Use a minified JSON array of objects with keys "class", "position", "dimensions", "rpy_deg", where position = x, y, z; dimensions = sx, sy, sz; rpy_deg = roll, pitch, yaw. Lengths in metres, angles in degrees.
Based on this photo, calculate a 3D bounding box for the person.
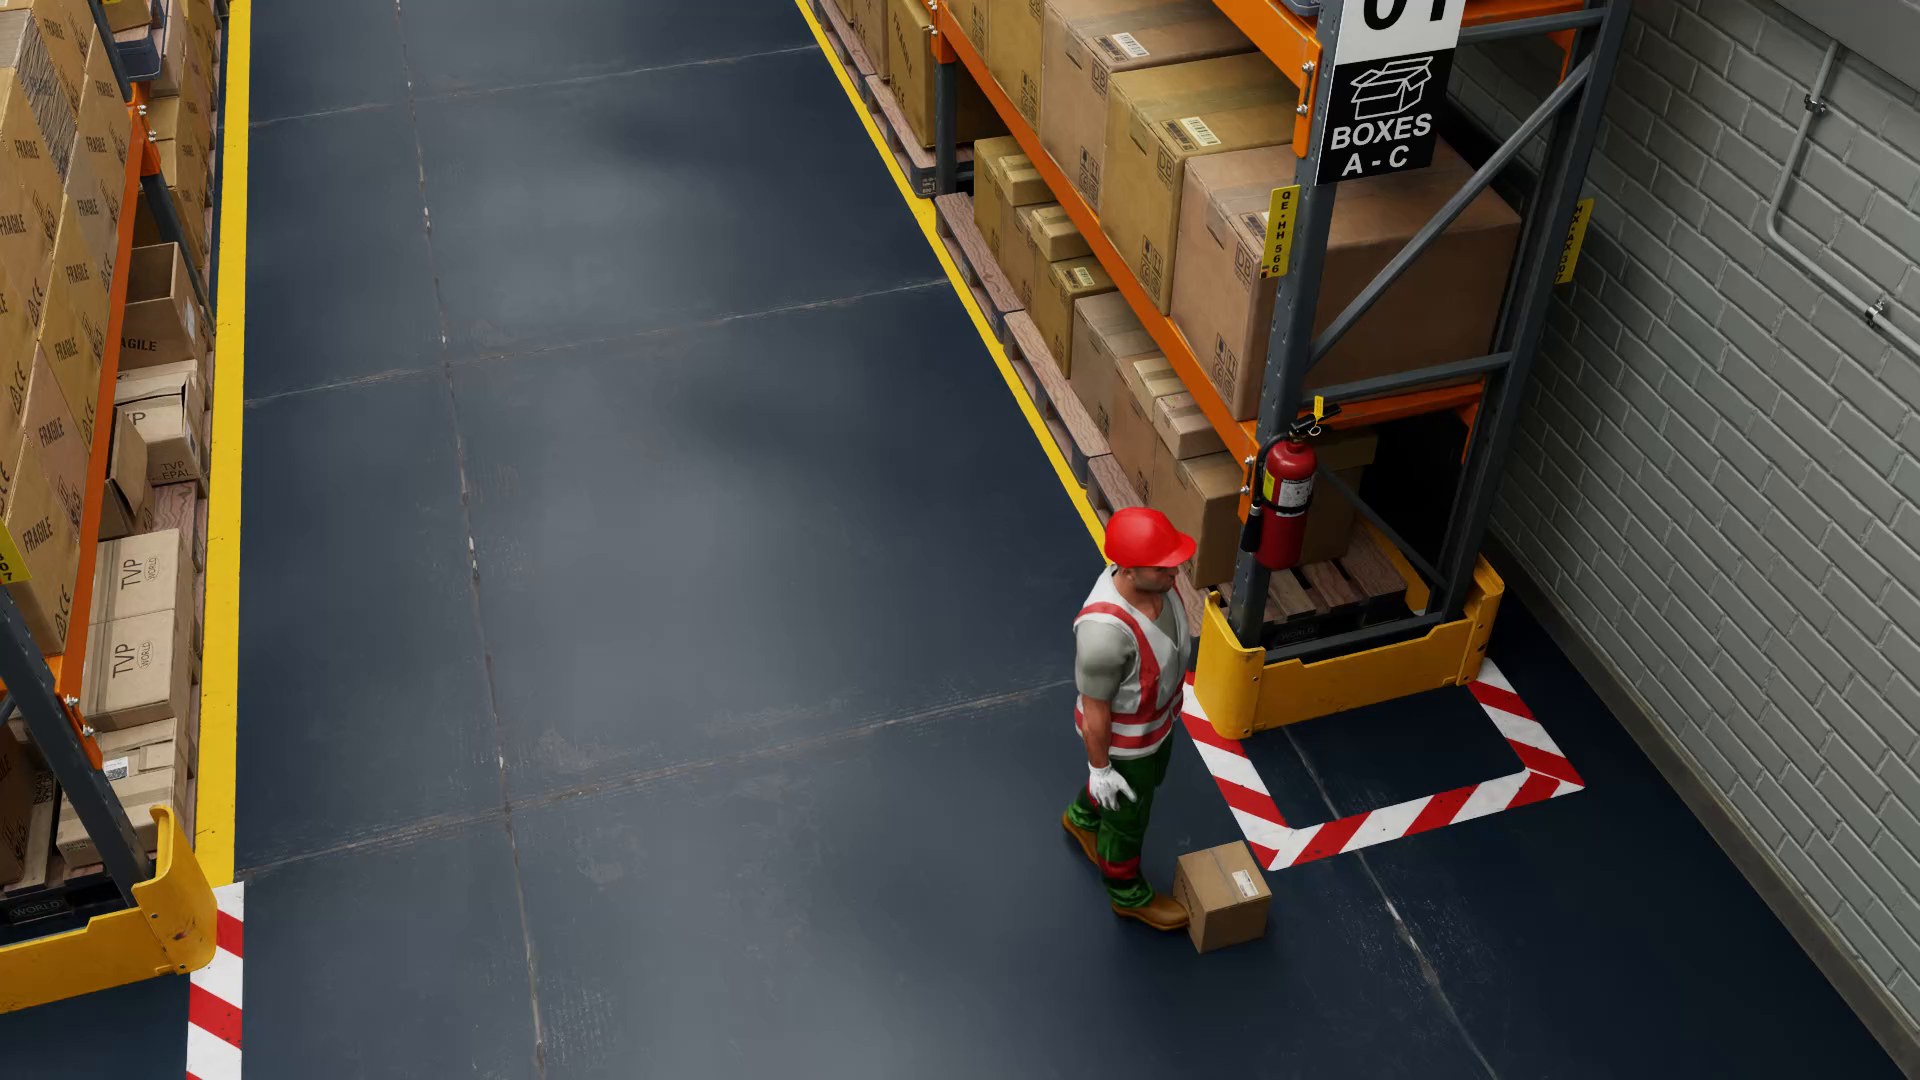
[{"class":"person","position":[0.572,0.611,5.454],"dimensions":[0.600,1.799,0.564],"rpy_deg":[19,45,20]}]
